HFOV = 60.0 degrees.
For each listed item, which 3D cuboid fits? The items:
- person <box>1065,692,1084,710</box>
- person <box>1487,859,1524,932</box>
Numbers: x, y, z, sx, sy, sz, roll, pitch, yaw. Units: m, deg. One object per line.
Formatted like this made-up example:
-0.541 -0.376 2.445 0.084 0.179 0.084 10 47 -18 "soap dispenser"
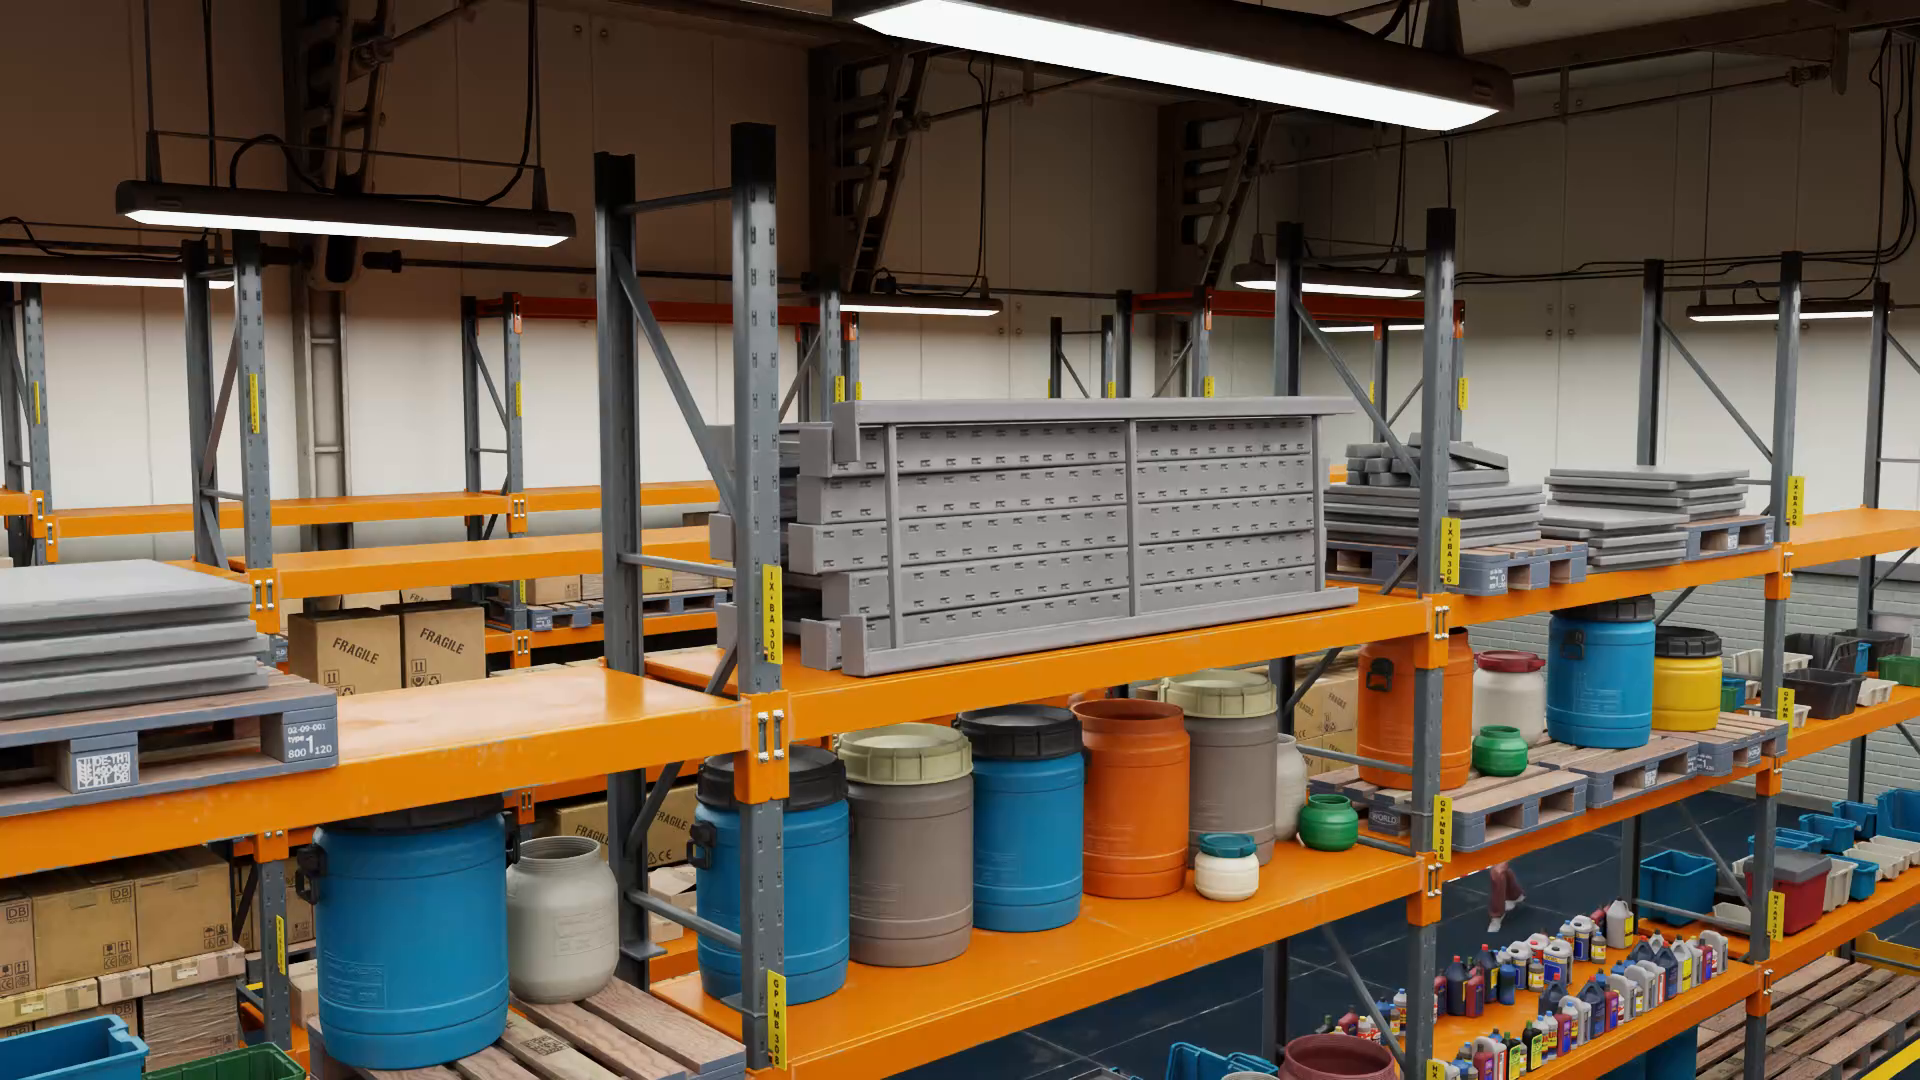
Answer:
1.557 2.531 19.365 0.697 1.687 1.012 4 7 36 "person"
5.191 2.888 15.862 0.615 1.669 0.910 4 7 39 "person"
